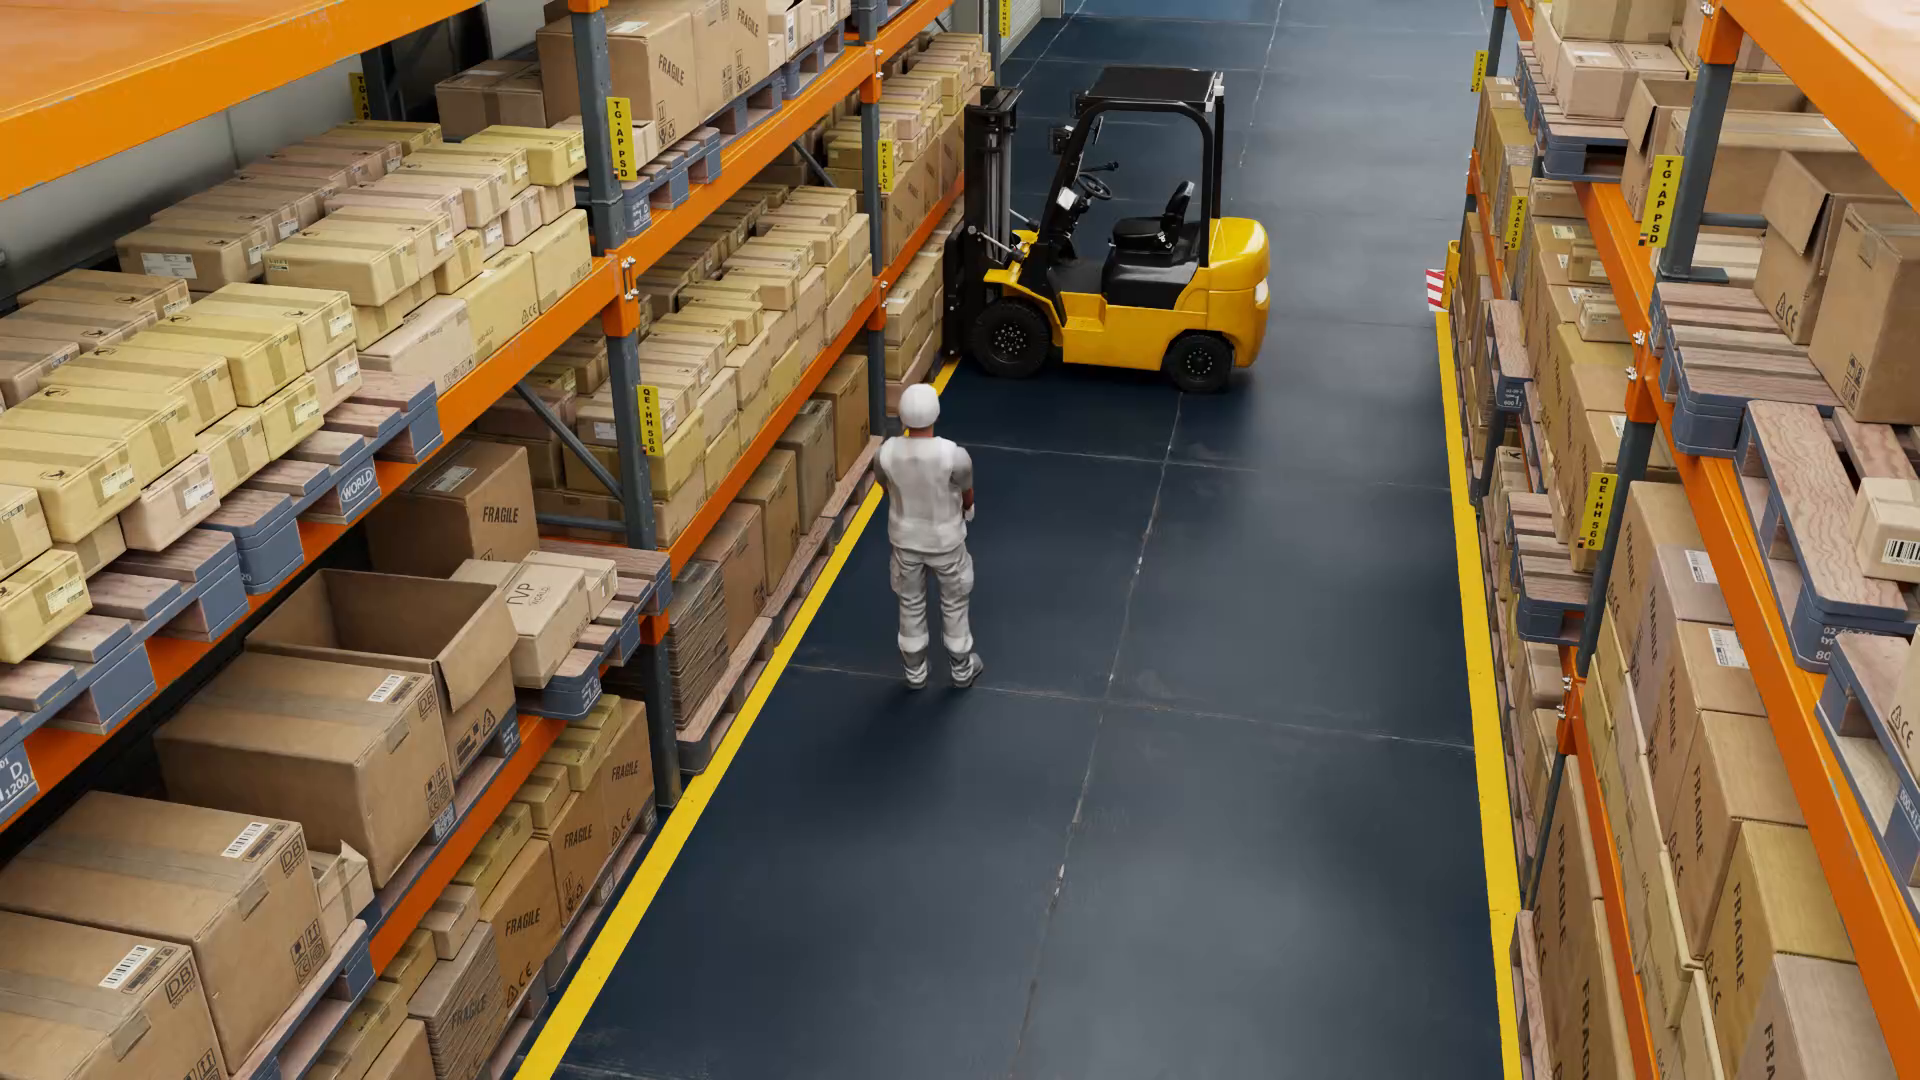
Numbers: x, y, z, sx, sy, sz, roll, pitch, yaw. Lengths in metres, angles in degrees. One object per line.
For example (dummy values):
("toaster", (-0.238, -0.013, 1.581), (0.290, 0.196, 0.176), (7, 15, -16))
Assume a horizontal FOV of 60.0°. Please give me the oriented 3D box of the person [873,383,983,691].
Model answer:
("person", (-0.155, -0.034, 8.656), (0.525, 1.793, 0.542), (6, 29, 11))
